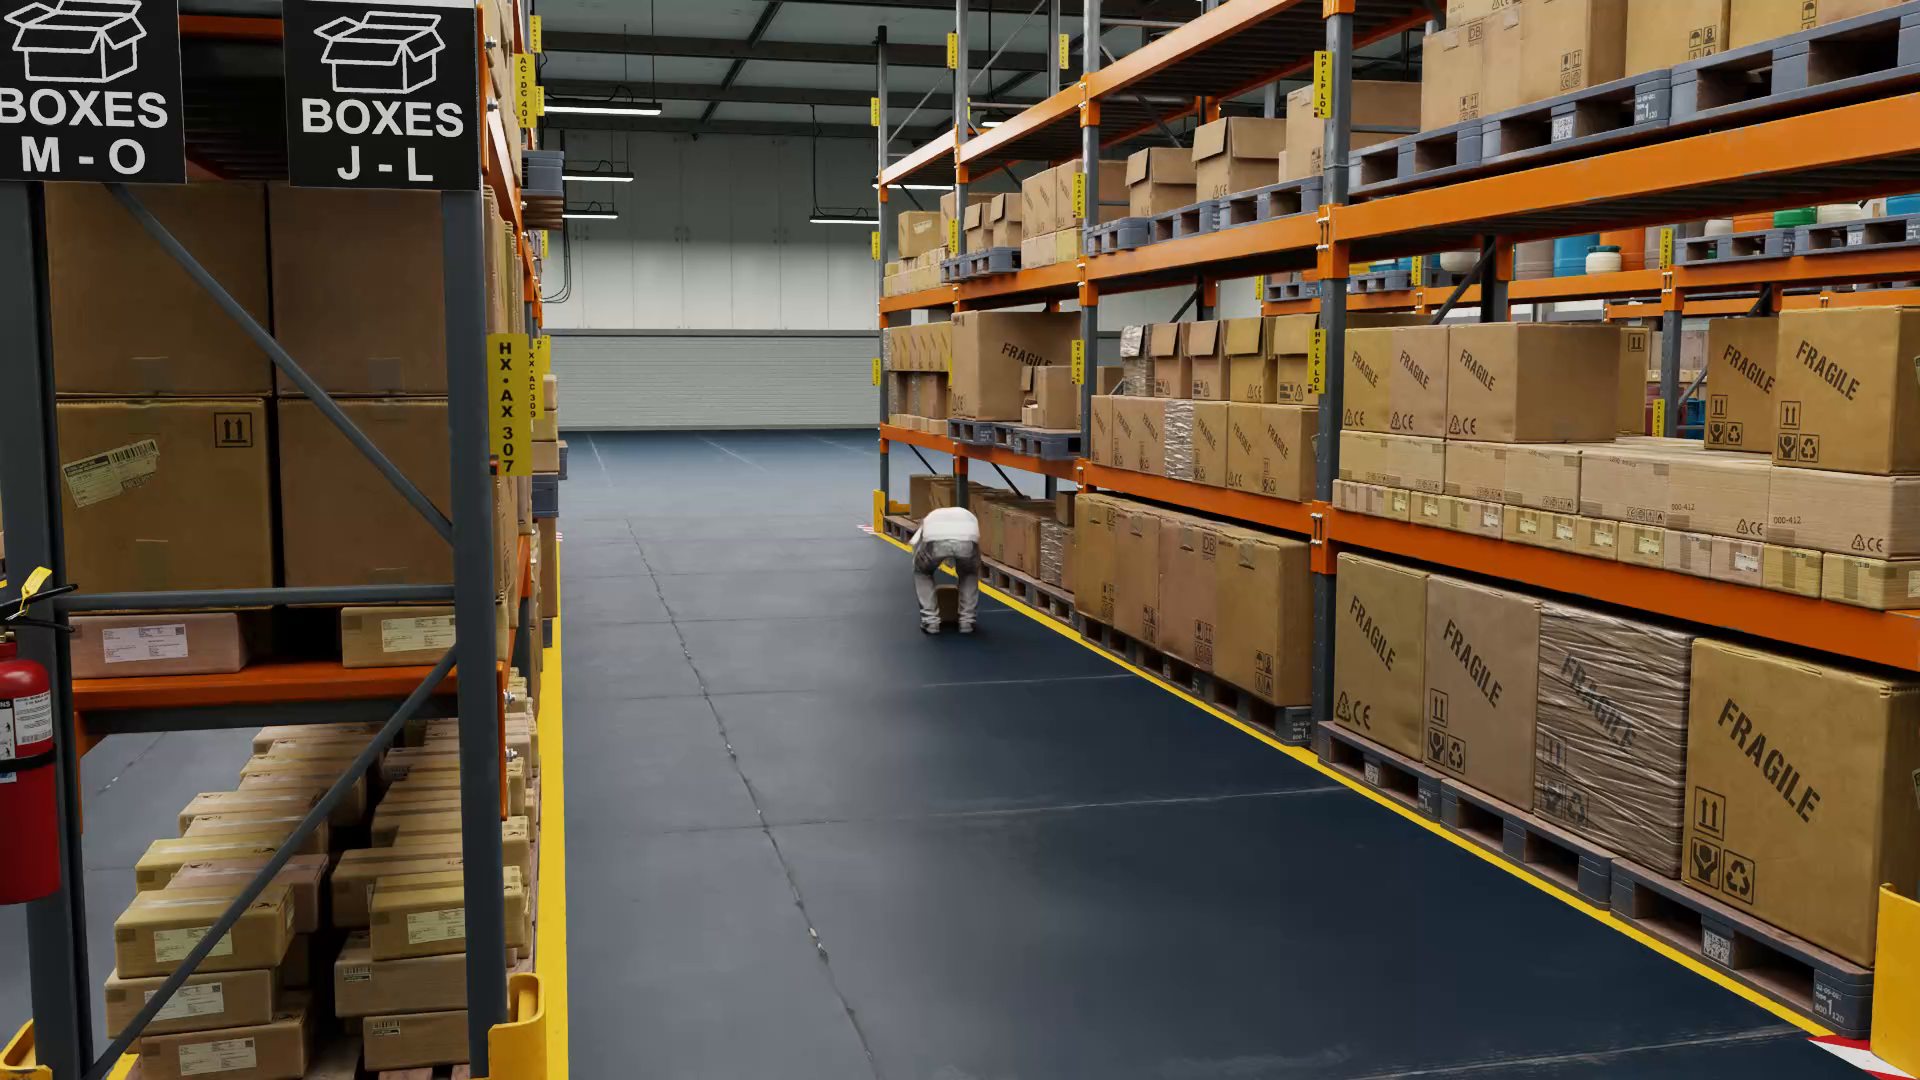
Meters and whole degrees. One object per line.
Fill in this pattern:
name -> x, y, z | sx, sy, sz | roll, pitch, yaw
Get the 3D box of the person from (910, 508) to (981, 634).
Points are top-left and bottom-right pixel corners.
person -> -0.112, 0.206, 12.812 | 0.532, 0.946, 0.981 | -1, 6, -7
